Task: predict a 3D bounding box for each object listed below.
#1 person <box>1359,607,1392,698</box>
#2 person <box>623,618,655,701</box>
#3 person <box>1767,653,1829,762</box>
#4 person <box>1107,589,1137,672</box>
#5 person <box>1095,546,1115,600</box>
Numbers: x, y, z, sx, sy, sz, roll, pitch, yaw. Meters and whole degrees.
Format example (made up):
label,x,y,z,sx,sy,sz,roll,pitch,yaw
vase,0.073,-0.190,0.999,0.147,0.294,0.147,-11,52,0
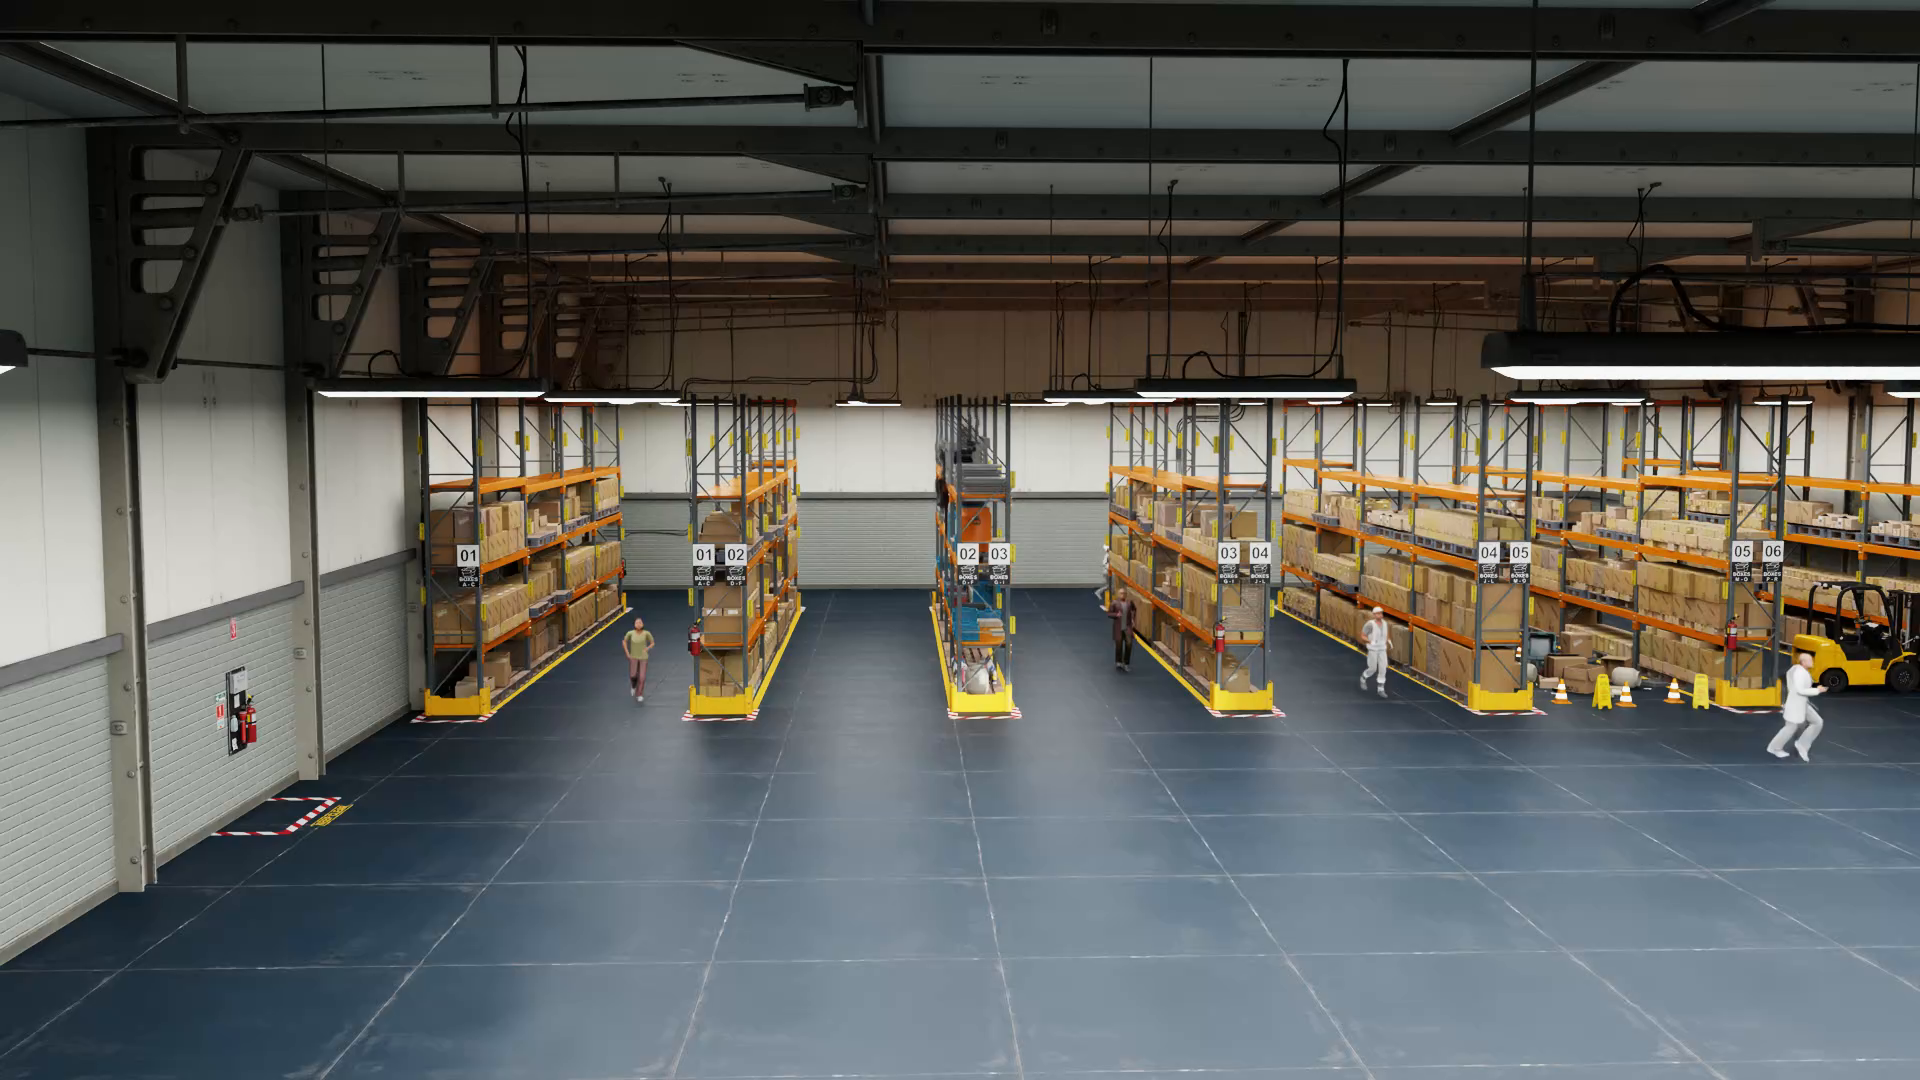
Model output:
label,x,y,z,sx,sy,sz,roll,pitch,yaw
person,8.330,2.218,33.263,0.686,1.792,0.819,-1,5,-17
person,-6.290,2.339,32.591,0.624,1.638,0.514,-1,5,-9
person,13.622,2.714,27.026,0.893,1.781,0.751,4,6,38
person,3.563,1.979,36.409,0.688,1.834,0.785,0,5,-3
person,4.354,1.003,49.069,0.769,1.771,0.672,1,5,8
